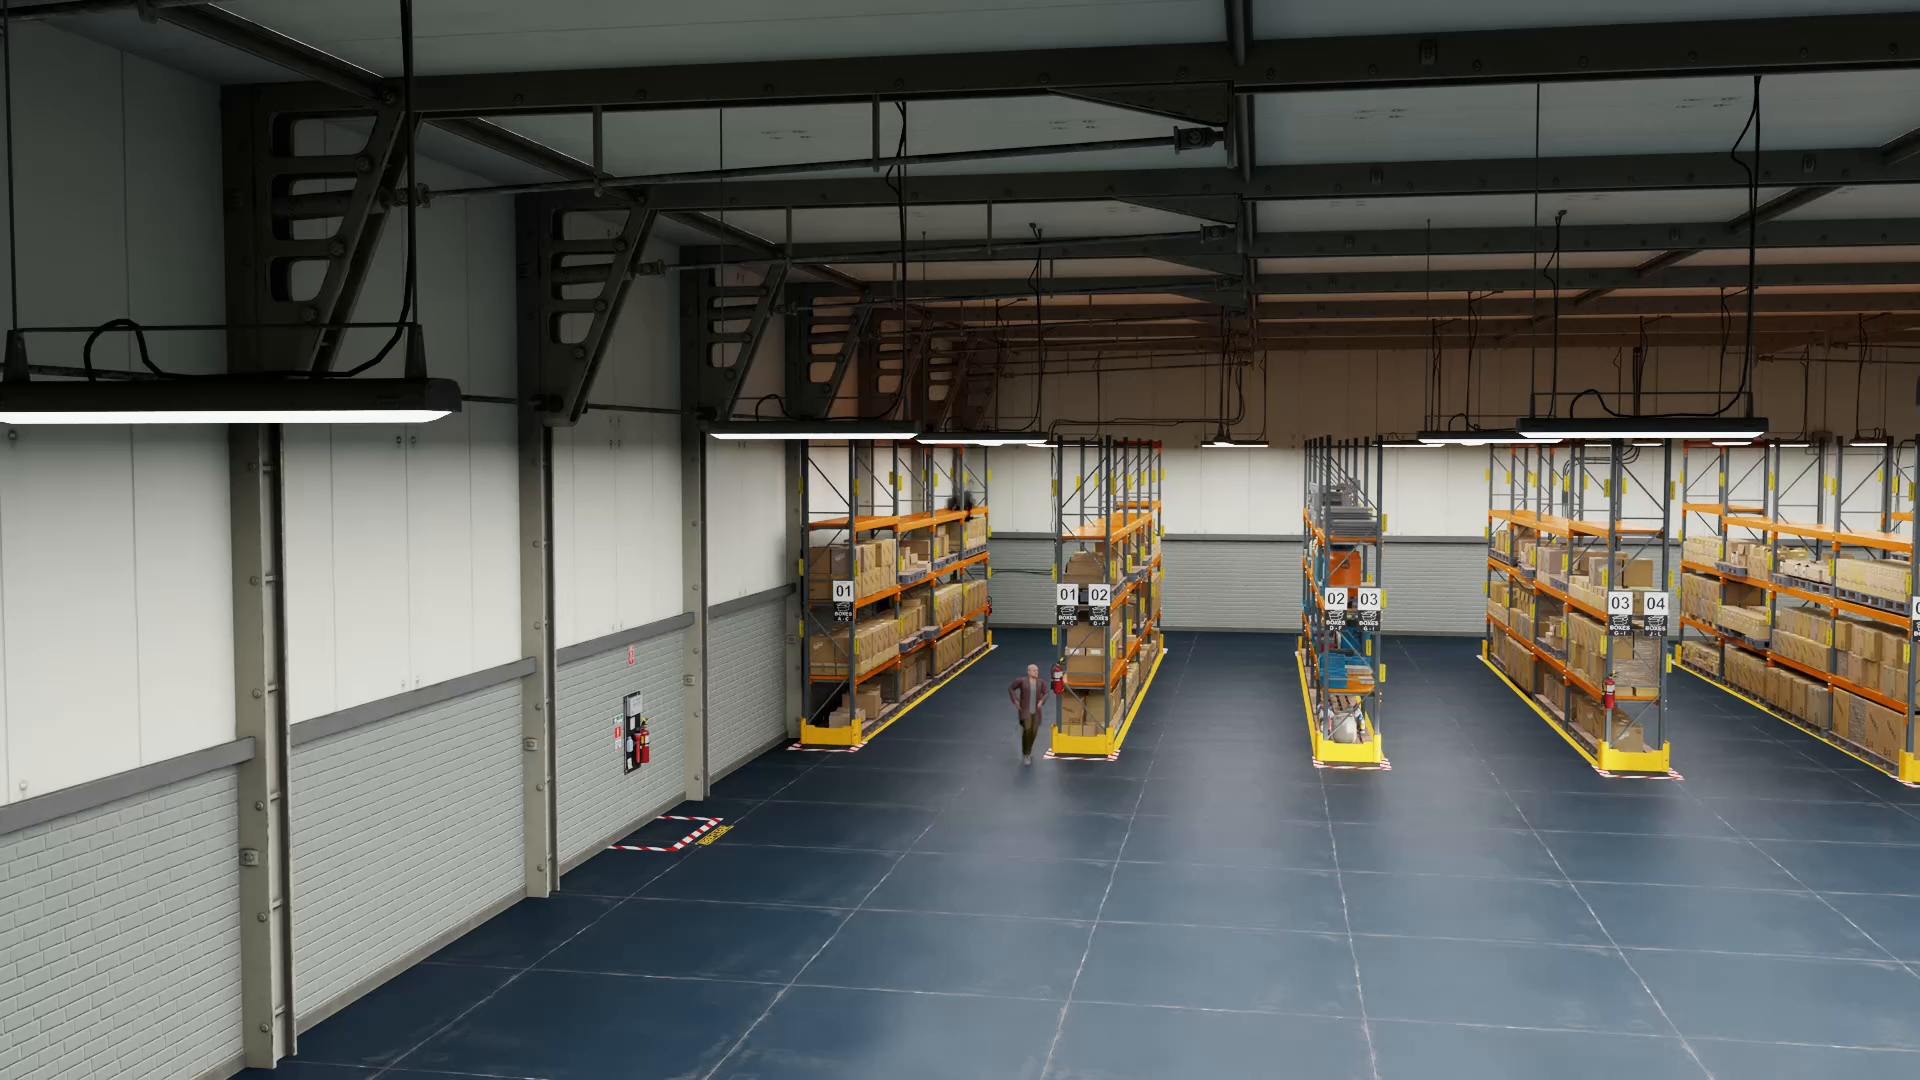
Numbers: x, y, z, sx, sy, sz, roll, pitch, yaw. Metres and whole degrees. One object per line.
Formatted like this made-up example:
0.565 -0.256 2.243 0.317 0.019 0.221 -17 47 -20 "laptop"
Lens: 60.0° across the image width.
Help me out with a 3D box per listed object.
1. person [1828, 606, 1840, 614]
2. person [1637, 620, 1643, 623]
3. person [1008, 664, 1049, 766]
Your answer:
23.846 2.407 45.172 0.785 1.784 0.628 1 3 21 "person"
18.042 2.501 44.824 0.695 1.593 0.558 2 4 29 "person"
1.299 3.194 30.589 0.710 1.824 0.836 -1 3 -18 "person"
